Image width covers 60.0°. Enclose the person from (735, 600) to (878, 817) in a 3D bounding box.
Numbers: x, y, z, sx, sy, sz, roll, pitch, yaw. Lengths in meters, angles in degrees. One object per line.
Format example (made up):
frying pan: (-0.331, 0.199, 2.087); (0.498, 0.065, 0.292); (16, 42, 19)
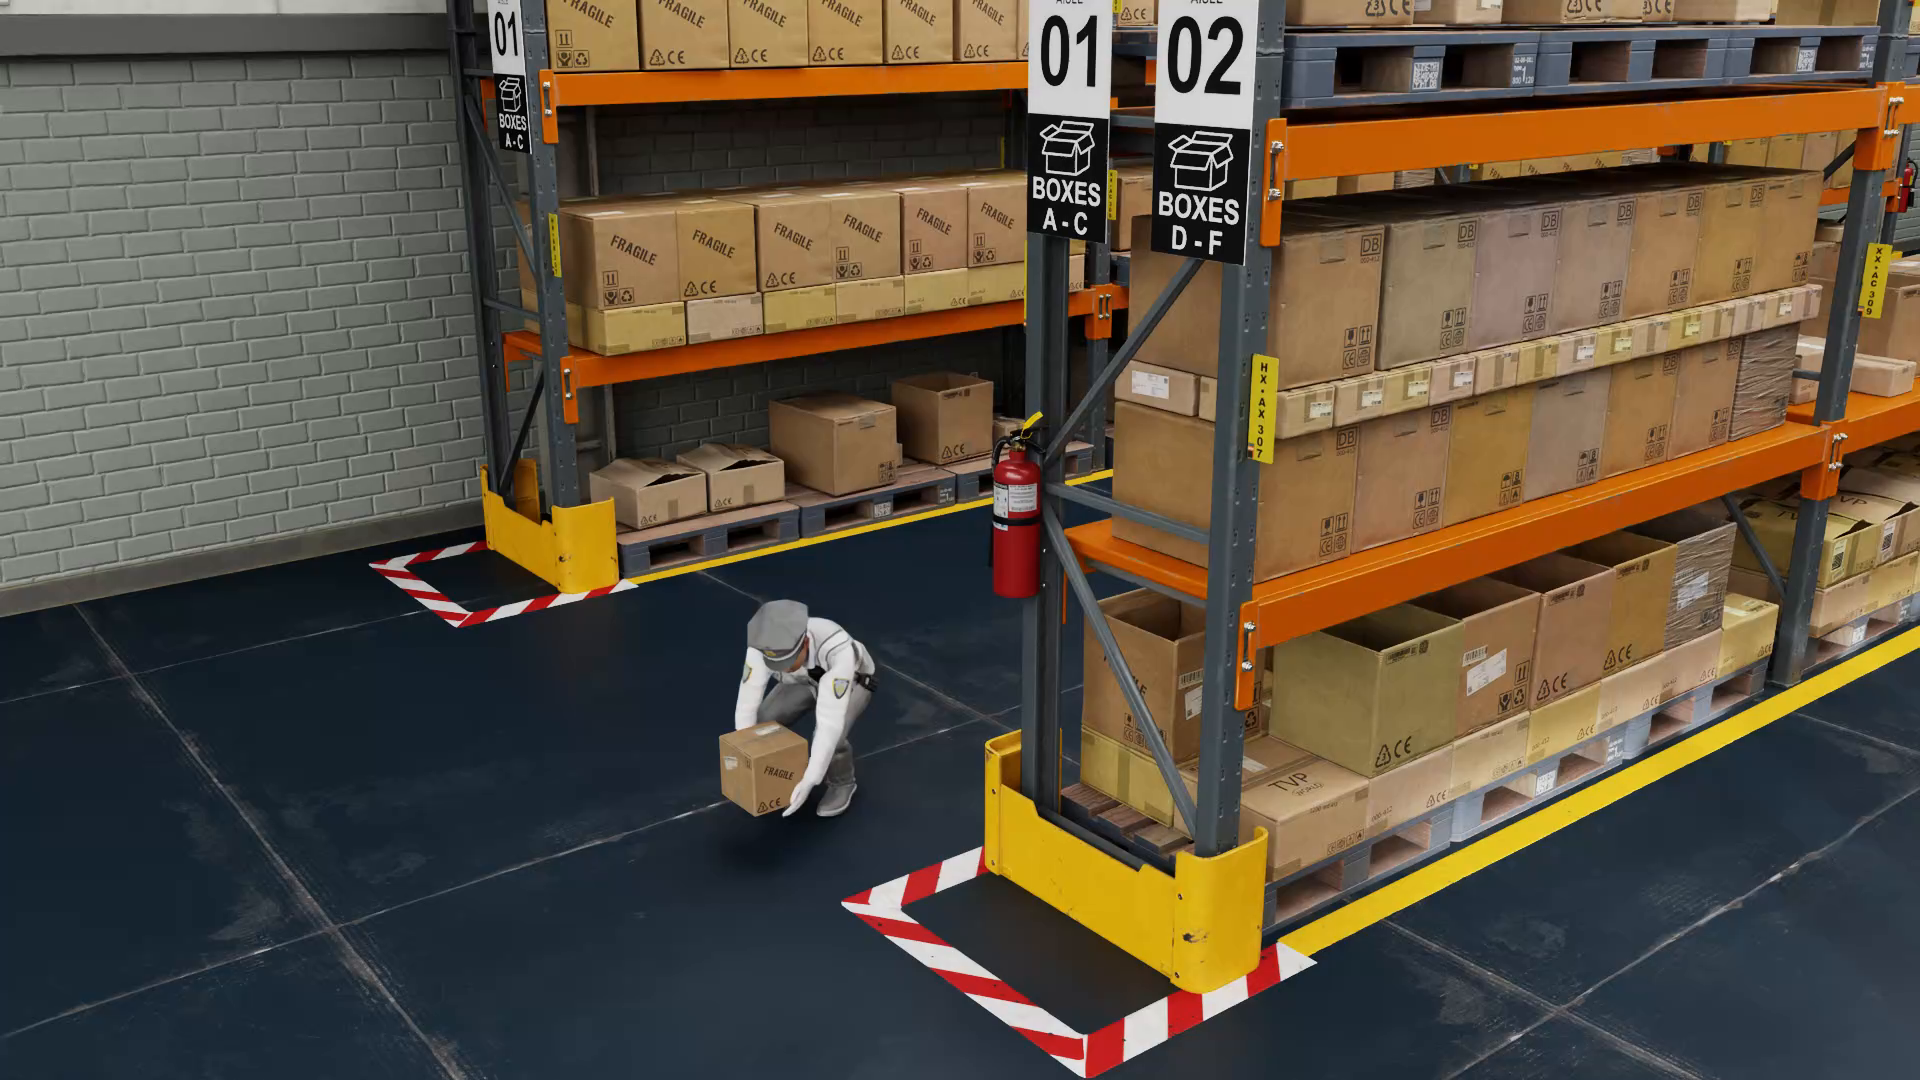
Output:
person: (-0.612, 0.638, 6.695); (0.490, 0.982, 0.831); (7, 19, 21)
